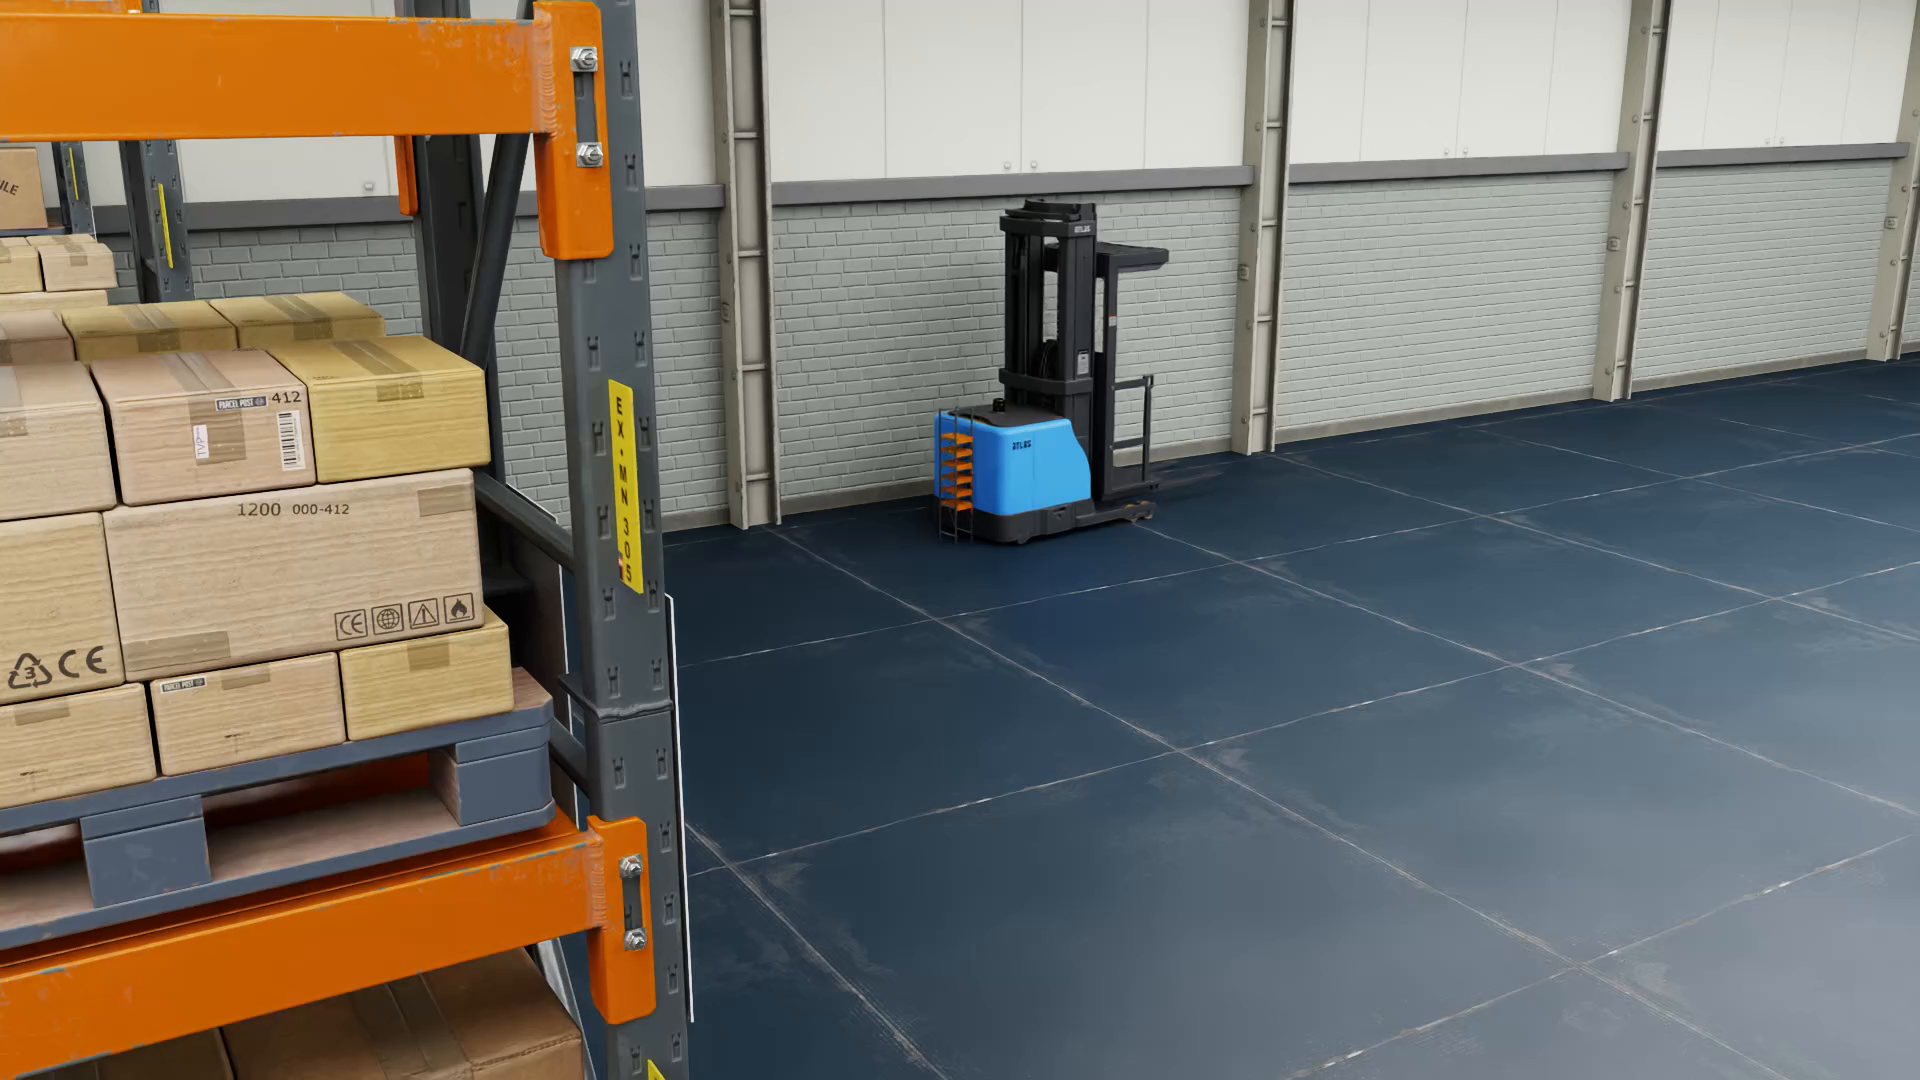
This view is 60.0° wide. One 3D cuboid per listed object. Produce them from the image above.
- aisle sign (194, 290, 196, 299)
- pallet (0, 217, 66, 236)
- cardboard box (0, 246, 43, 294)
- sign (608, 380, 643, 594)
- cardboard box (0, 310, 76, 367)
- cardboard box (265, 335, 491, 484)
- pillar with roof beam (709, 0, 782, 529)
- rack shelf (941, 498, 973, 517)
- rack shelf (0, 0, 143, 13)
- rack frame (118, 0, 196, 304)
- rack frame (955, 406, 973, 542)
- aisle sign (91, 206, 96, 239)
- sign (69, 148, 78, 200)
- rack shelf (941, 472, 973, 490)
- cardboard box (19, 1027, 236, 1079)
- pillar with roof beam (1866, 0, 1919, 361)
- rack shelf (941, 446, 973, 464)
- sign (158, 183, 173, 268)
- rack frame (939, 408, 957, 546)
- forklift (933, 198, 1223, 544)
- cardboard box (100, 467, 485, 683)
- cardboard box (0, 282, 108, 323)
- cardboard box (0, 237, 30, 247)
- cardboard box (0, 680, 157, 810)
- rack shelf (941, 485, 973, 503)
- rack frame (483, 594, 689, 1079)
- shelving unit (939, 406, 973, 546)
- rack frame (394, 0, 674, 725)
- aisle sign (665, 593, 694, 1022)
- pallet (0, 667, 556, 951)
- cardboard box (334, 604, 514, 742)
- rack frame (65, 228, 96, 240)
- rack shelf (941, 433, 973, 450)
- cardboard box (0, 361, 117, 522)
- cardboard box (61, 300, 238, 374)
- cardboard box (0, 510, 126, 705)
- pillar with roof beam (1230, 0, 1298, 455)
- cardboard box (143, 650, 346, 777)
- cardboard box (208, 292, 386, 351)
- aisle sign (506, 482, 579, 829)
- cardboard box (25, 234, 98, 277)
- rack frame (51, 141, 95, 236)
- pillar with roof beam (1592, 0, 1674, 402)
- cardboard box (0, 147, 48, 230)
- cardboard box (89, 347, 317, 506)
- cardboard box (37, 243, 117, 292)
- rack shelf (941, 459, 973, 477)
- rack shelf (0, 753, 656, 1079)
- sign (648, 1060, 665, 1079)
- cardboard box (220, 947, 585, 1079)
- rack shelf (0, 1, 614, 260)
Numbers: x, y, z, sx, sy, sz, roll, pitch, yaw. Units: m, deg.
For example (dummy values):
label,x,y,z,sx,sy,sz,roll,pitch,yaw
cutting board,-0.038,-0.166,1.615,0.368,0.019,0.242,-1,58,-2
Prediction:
label,x,y,z,sx,sy,sz,roll,pitch,yaw
aisle sign,-3.224,-0.702,7.042,0.004,0.787,0.394,-9,18,-30
pallet,-6.606,-1.967,10.975,1.213,0.211,1.003,-9,18,-30
cardboard box,-3.805,-1.074,6.616,0.250,0.149,0.380,-9,18,-29
sign,-0.523,-0.083,2.598,0.005,0.325,0.100,-9,18,-30
cardboard box,-1.675,-0.293,2.864,0.250,0.149,0.380,-9,18,-30
cardboard box,-0.905,-0.210,2.570,0.250,0.149,0.380,-9,18,-29
pillar with roof beam,0.313,-3.496,10.708,0.400,9.000,9.100,-9,18,-30
rack shelf,-0.036,-0.294,14.791,0.180,0.103,0.258,-12,20,-37
rack shelf,-5.141,-1.772,5.898,4.000,0.370,1.077,-9,18,-30
rack frame,-3.427,-2.398,6.792,0.127,3.000,1.000,-9,18,-30
rack frame,0.035,-0.584,14.770,0.006,1.200,0.240,-12,20,-37
aisle sign,-5.779,-1.850,11.136,0.004,0.787,0.394,-9,18,-30
sign,-5.719,-2.362,10.728,0.005,0.325,0.100,-9,18,-30
rack shelf,-0.036,-0.526,14.726,0.180,0.103,0.258,-12,20,-37
cardboard box,-1.553,1.170,2.899,0.550,0.550,0.875,-9,18,-30
pillar with roof beam,15.742,-5.998,19.634,0.400,9.000,9.100,-9,18,-30
rack shelf,-0.036,-0.757,14.661,0.180,0.103,0.258,-12,20,-37
sign,-3.158,-1.249,6.609,0.005,0.325,0.100,-9,18,-30
rack frame,-0.107,-0.553,14.659,0.006,1.200,0.240,-12,20,-37
forklift,1.216,-1.676,15.458,3.031,2.935,1.130,-12,20,-37
cardboard box,-1.066,-0.011,2.598,0.500,0.250,0.500,-9,18,-29
cardboard box,-3.726,-0.891,6.701,0.500,0.250,0.500,-9,18,-30
cardboard box,-4.044,-1.176,6.977,0.250,0.149,0.380,-9,18,-30
cardboard box,-1.337,0.244,2.428,0.250,0.149,0.380,-9,18,-29
rack shelf,-0.036,-0.410,14.759,0.180,0.103,0.258,-12,20,-37
rack frame,-0.791,1.622,3.566,0.127,3.000,1.000,-9,18,-30
shelving unit,-0.036,-0.568,14.714,0.189,1.200,0.258,-12,20,-37
rack frame,-0.791,-1.267,2.756,0.127,3.000,1.000,-9,18,-30
aisle sign,-0.575,0.430,3.003,0.004,0.787,0.394,-9,18,-30
pallet,-1.421,0.326,2.797,1.213,0.211,1.003,-9,18,-30
cardboard box,-0.901,0.173,2.680,0.250,0.149,0.380,-9,18,-30
rack frame,-5.986,-0.657,11.697,0.127,3.000,1.000,-9,18,-30
rack shelf,-0.036,-0.872,14.629,0.180,0.103,0.258,-12,20,-37
cardboard box,-1.339,-0.140,2.321,0.250,0.149,0.380,-9,18,-29
cardboard box,-1.456,-0.328,2.991,0.250,0.149,0.380,-9,18,-29
cardboard box,-1.496,0.058,2.350,0.500,0.250,0.500,-9,18,-30
pillar with roof beam,5.456,-4.330,13.683,0.400,9.000,9.100,-9,18,-30
cardboard box,-1.118,0.208,2.556,0.250,0.149,0.380,-9,18,-29
cardboard box,-1.241,-0.363,3.115,0.250,0.149,0.380,-9,18,-29
aisle sign,-0.884,0.291,3.498,0.004,0.787,0.394,-9,18,-30
cardboard box,-3.836,-1.214,7.115,0.250,0.149,0.380,-9,18,-30
rack frame,-5.986,-3.546,10.887,0.127,3.000,1.000,-9,18,-30
pillar with roof beam,10.599,-5.164,16.658,0.400,9.000,9.100,-9,18,-30
cardboard box,-6.240,-2.282,10.788,0.500,0.500,0.500,-9,18,-28
cardboard box,-1.119,-0.176,2.448,0.250,0.149,0.380,-9,18,-29
cardboard box,-3.564,-1.101,6.712,0.250,0.149,0.380,-9,18,-29
rack shelf,-0.036,-0.641,14.694,0.180,0.103,0.258,-12,20,-37
rack shelf,-2.505,0.802,2.267,4.000,0.370,1.077,-9,18,-30
sign,-0.523,1.078,2.923,0.005,0.325,0.100,-9,18,-30
cardboard box,-1.129,1.072,3.248,0.550,0.550,0.875,-9,18,-30
rack shelf,-2.505,-0.450,1.916,4.000,0.370,1.077,-9,18,-30
